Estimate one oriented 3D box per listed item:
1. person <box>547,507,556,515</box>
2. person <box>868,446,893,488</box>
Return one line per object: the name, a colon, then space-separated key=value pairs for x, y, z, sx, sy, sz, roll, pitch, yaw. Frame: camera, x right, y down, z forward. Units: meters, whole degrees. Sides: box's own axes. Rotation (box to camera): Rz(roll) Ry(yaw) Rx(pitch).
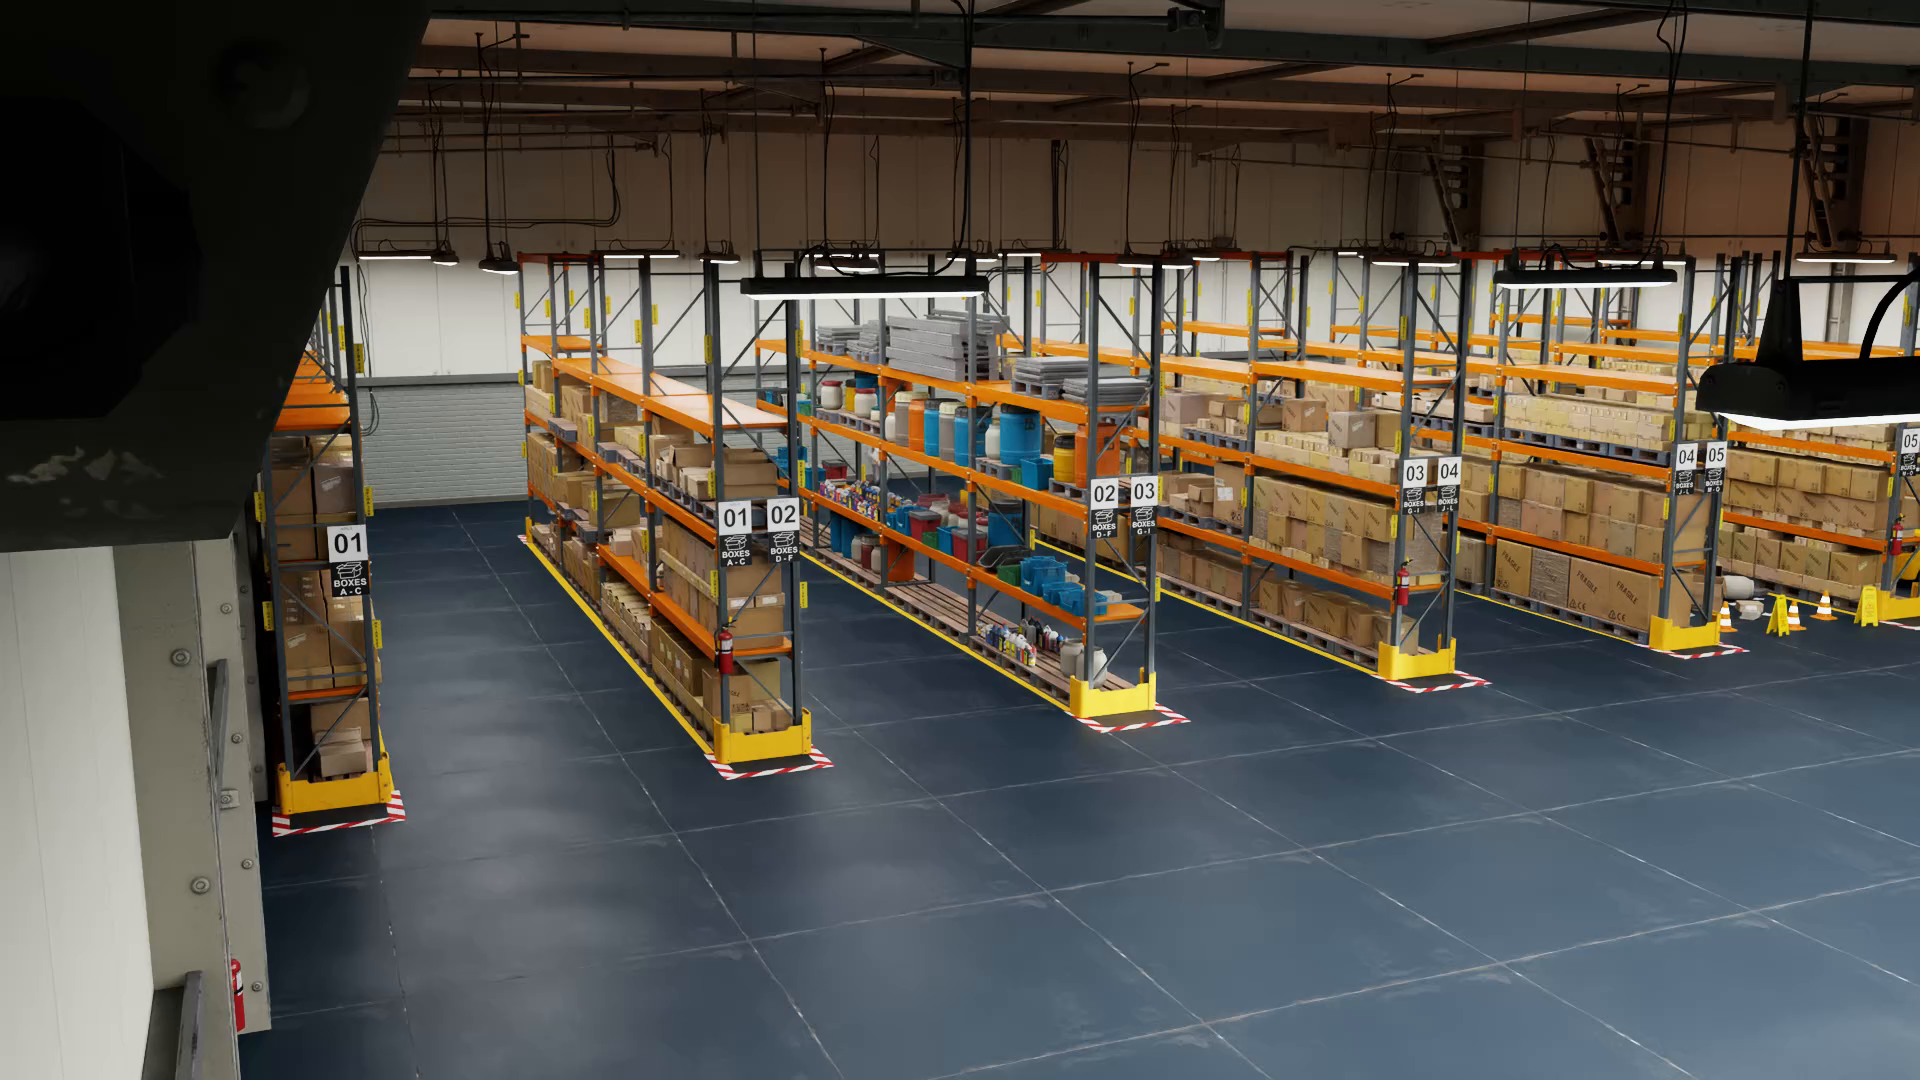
person: x=-9.049 y=-1.297 z=37.490 sx=1.068 sy=1.603 sz=0.507 roll=8 pitch=13 yaw=39
person: x=-1.933 y=-1.900 z=40.759 sx=0.688 sy=1.678 sz=0.735 roll=-2 pitch=11 yaw=-12
